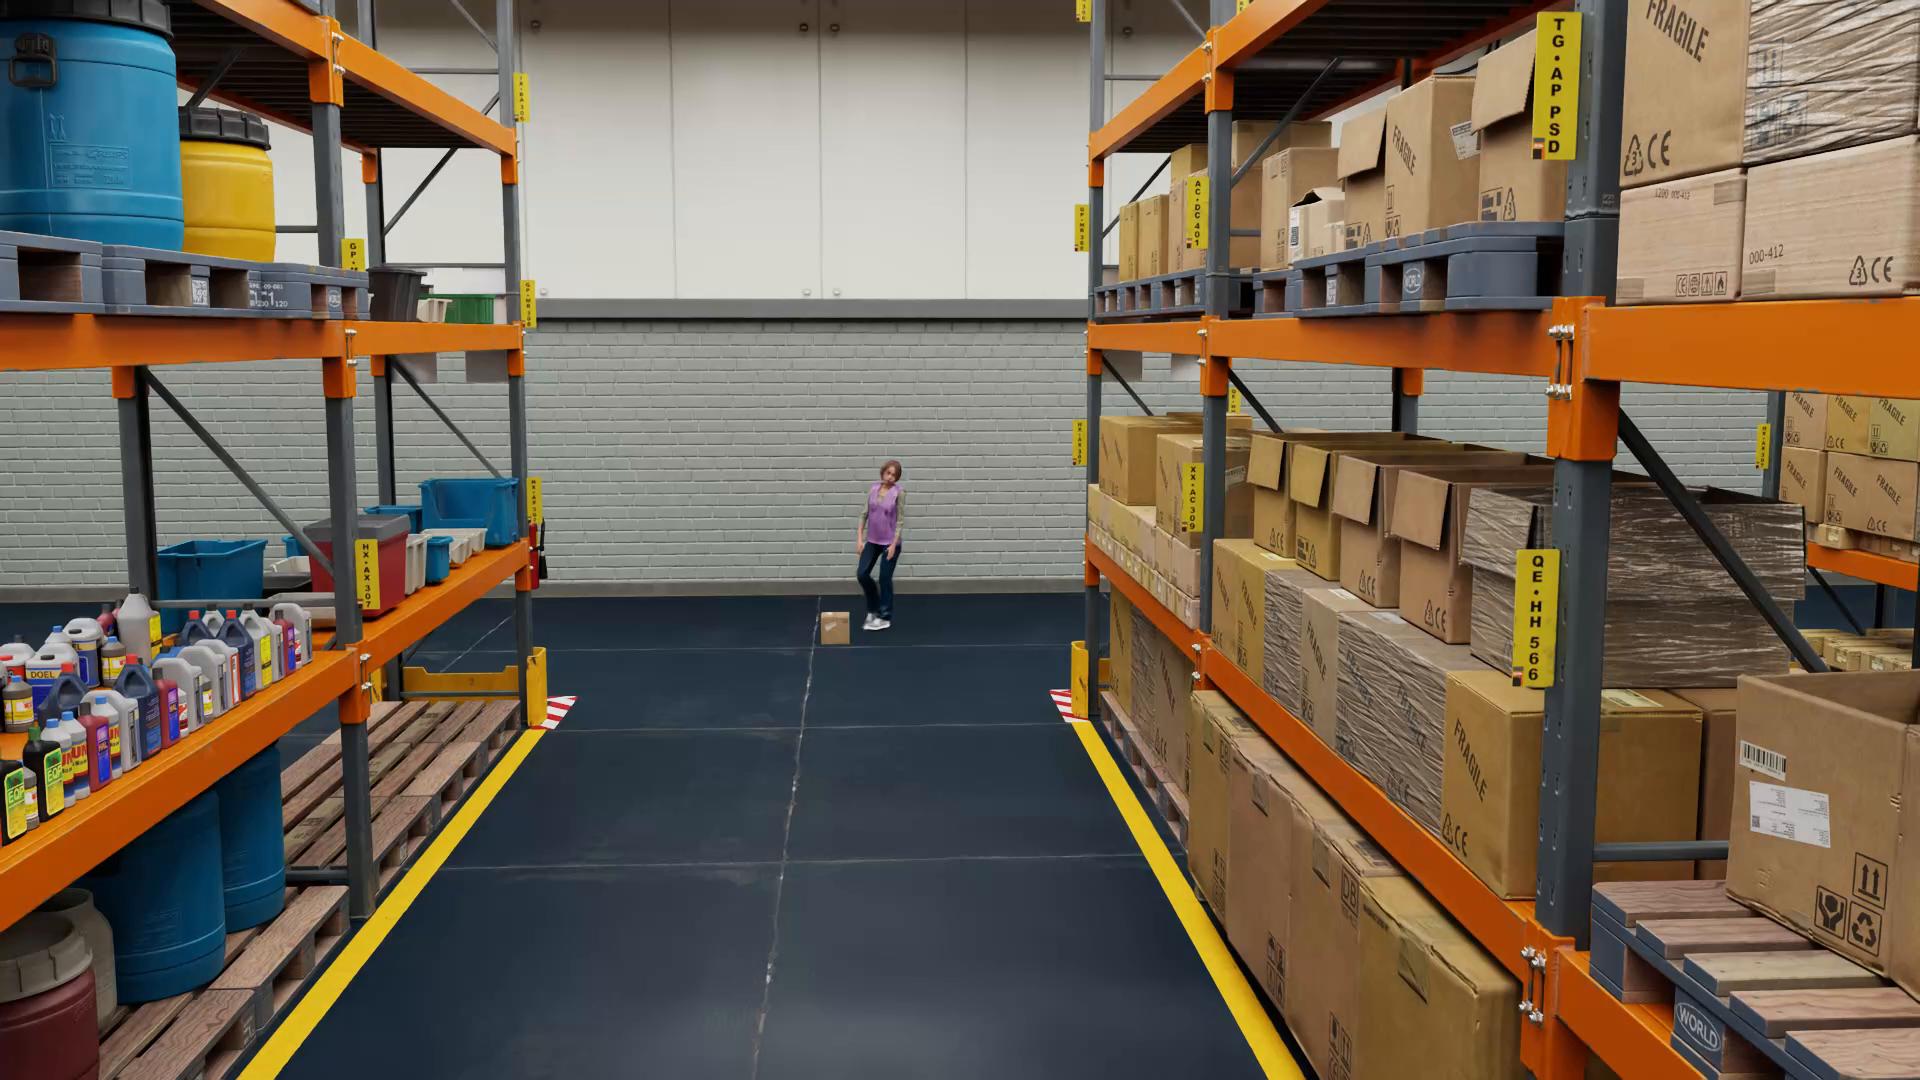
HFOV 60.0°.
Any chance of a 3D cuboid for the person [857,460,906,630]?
[{"bbox_3d":[-0.715,0.066,15.348,0.433,1.581,0.361,4,8,28],"label":"person"}]
